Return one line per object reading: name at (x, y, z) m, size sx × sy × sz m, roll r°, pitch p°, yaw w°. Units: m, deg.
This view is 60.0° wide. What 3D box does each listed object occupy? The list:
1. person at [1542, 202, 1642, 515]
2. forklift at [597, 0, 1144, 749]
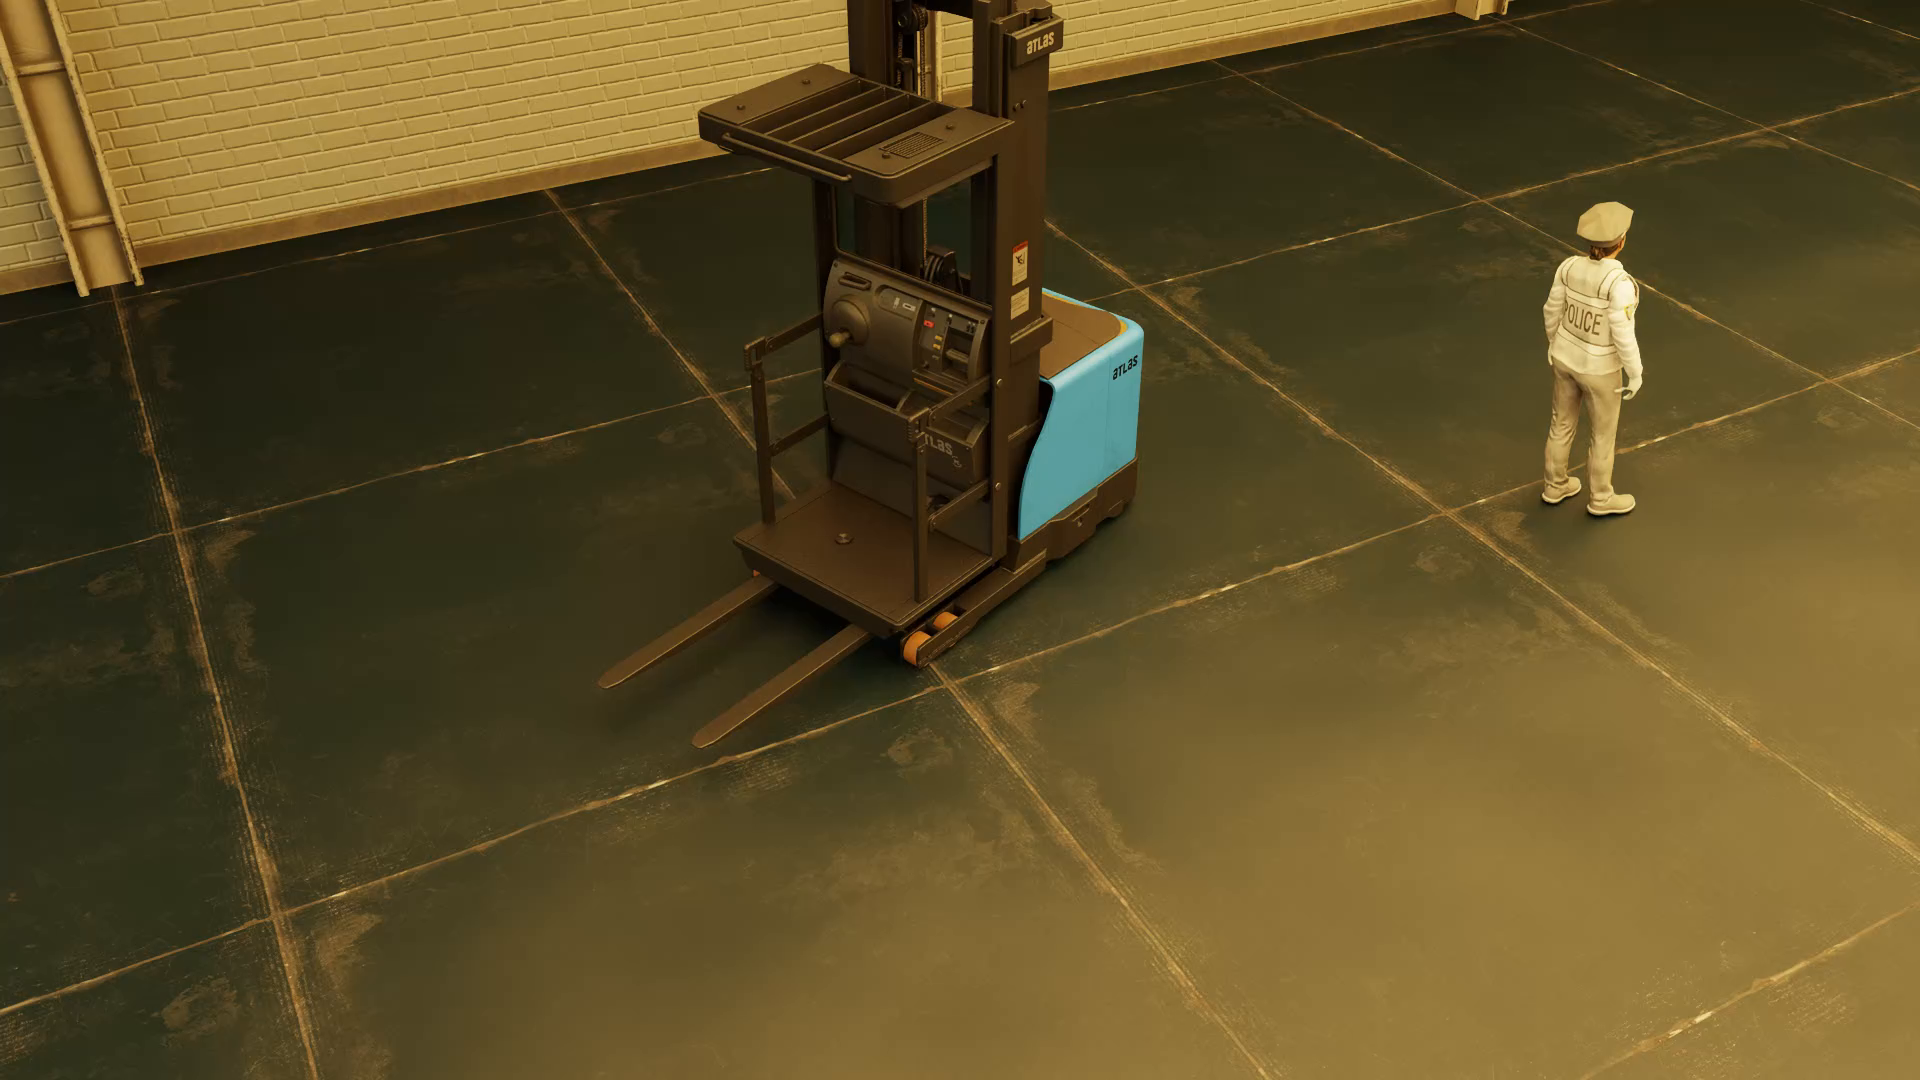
person at (3.252, -0.925, 8.490) m, size 0.533 × 1.696 × 0.588 m, roll -20°, pitch 40°, yaw -26°
forklift at (-0.390, -0.927, 7.434) m, size 1.130 × 2.935 × 3.031 m, roll 26°, pitch 43°, yaw 31°
